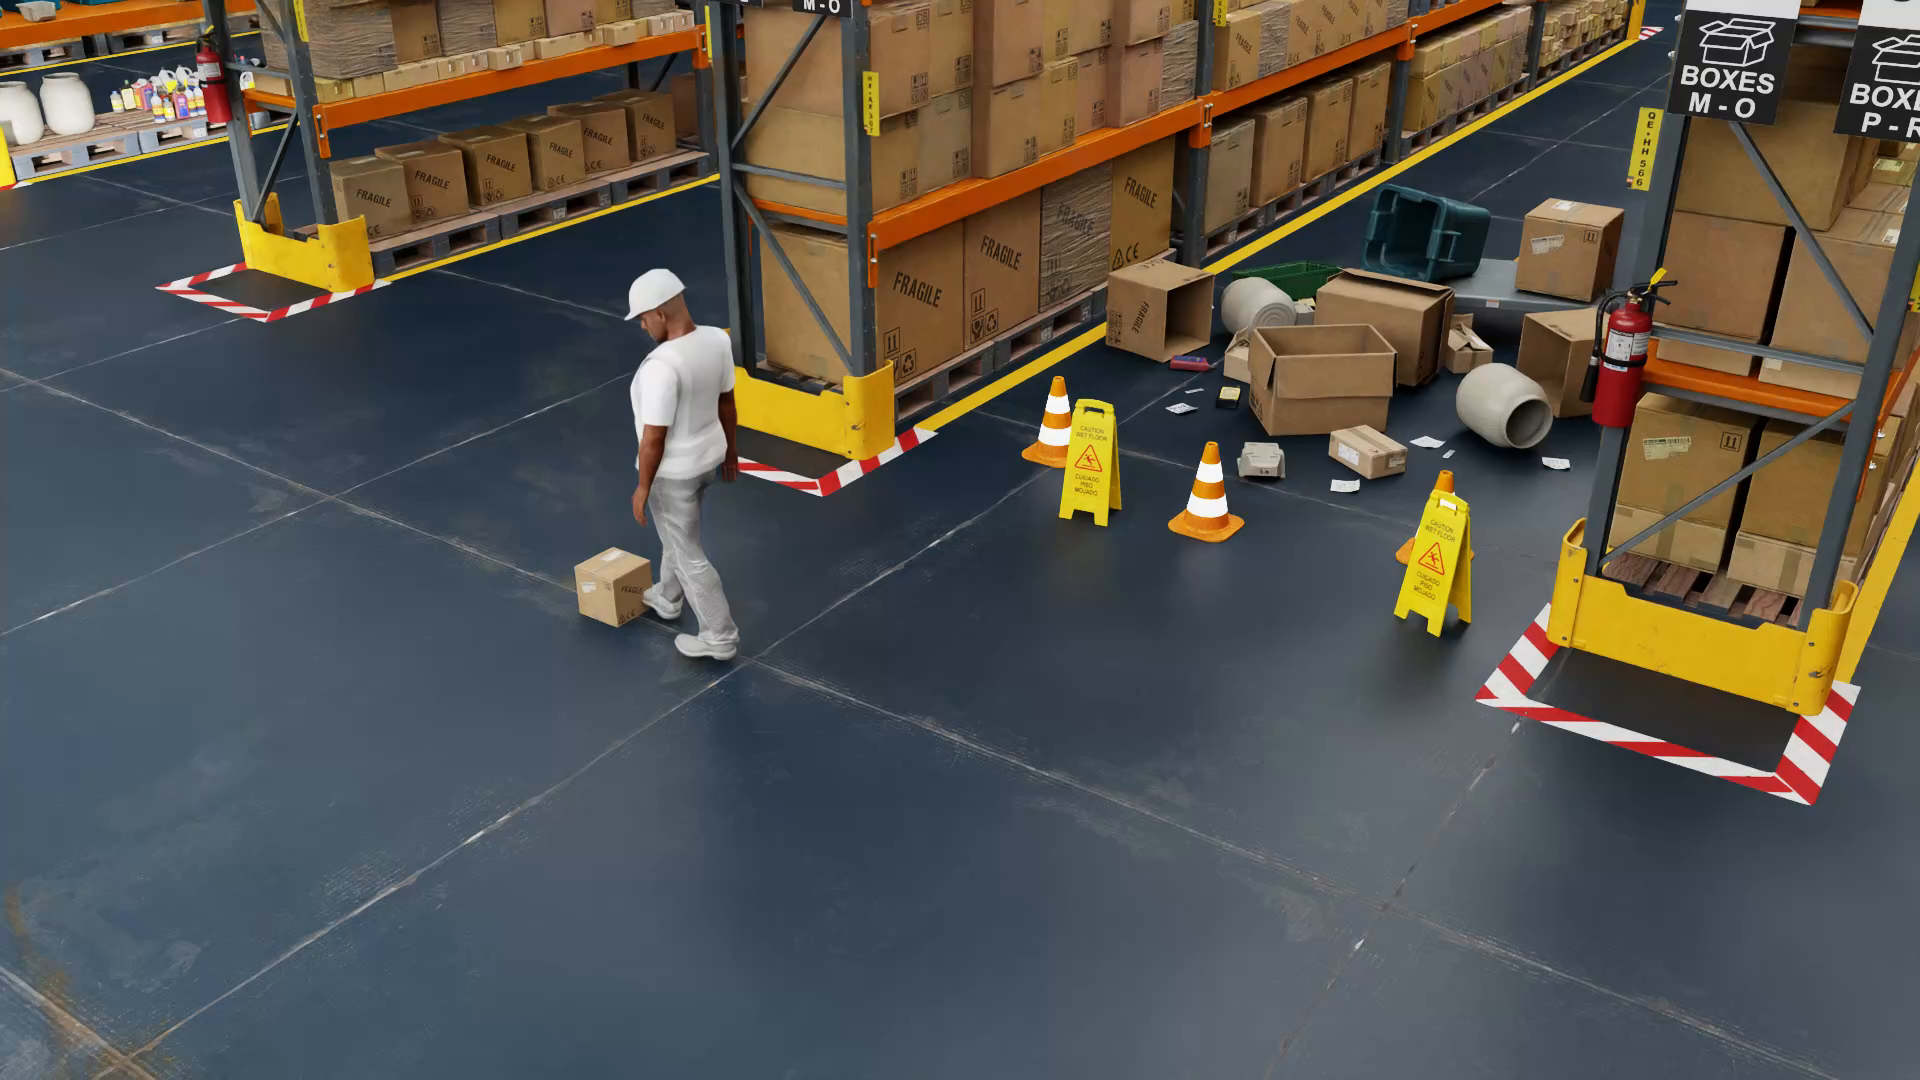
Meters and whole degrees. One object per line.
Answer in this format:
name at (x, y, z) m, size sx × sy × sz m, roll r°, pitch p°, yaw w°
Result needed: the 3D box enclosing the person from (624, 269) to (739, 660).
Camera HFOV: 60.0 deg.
person at (-1.290, -0.344, 7.257) m, size 0.766 × 1.742 × 0.628 m, roll 13°, pitch 30°, yaw 24°
